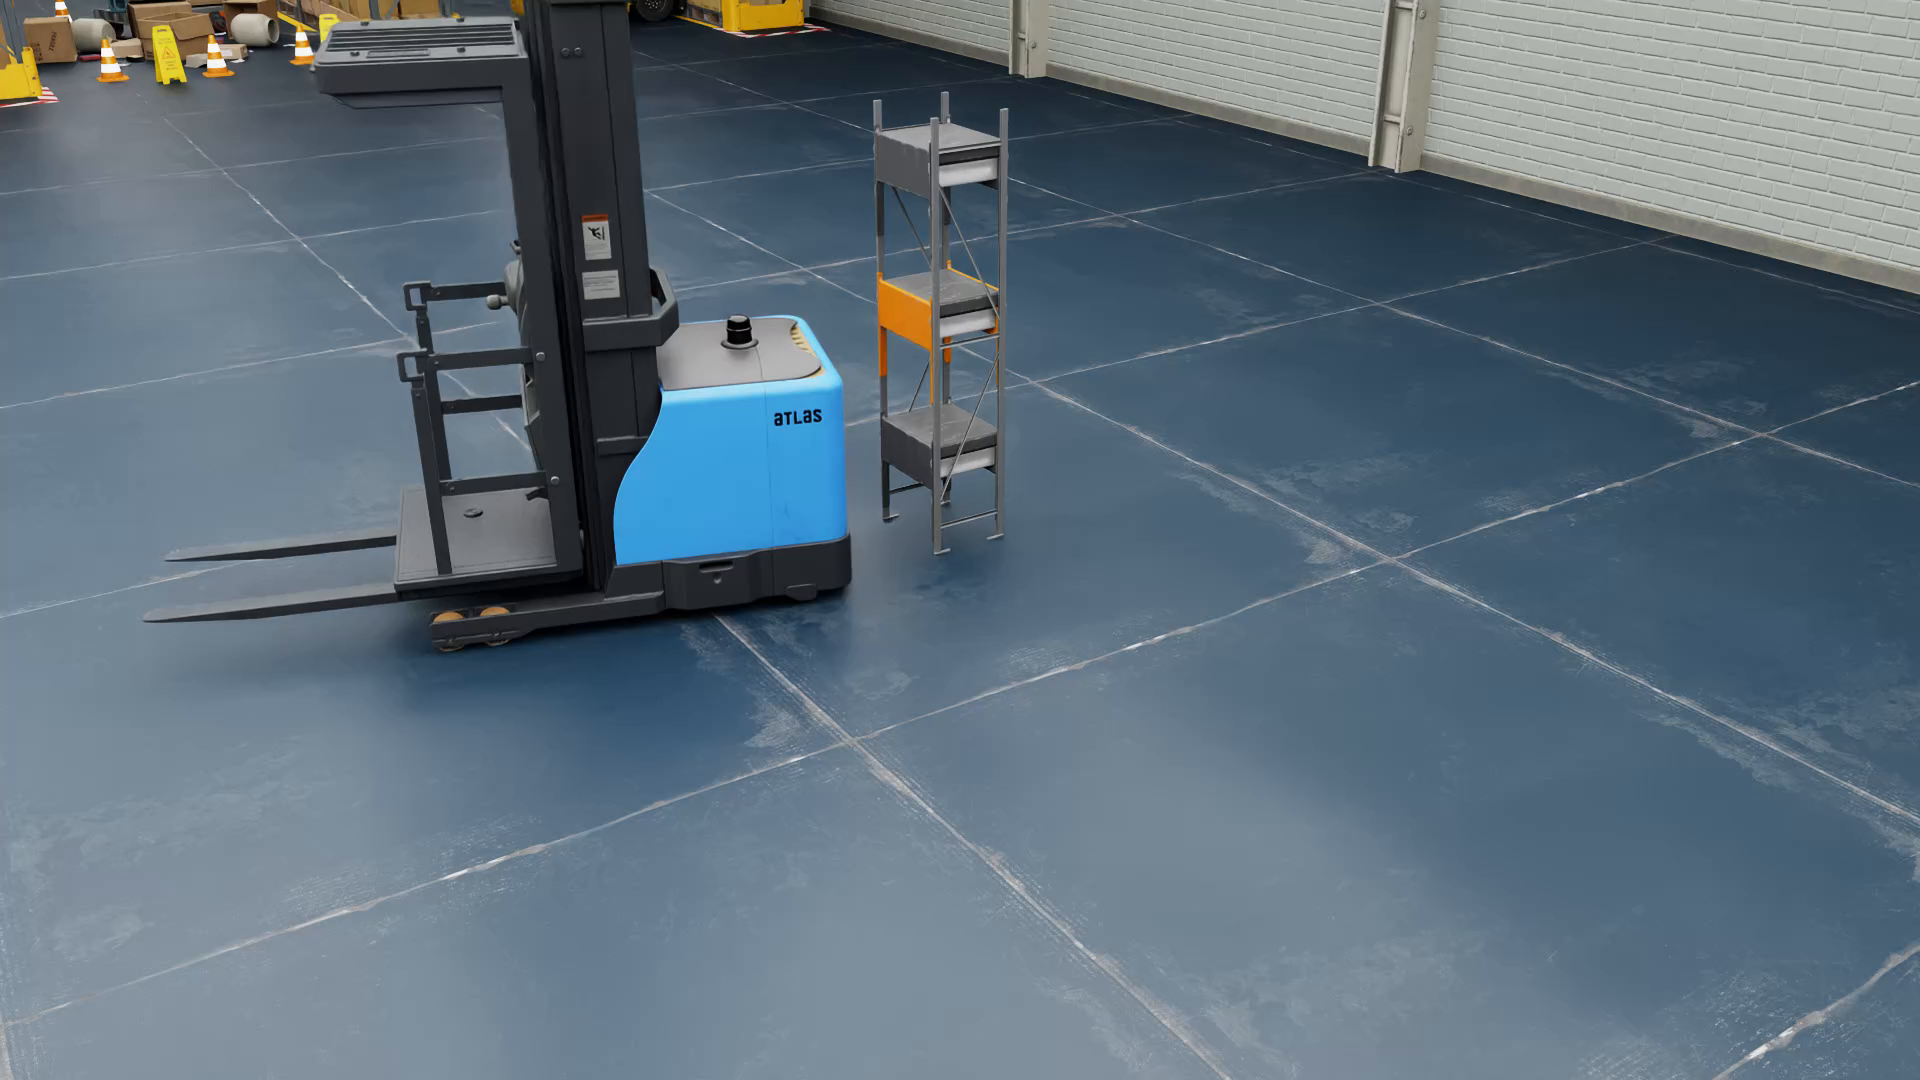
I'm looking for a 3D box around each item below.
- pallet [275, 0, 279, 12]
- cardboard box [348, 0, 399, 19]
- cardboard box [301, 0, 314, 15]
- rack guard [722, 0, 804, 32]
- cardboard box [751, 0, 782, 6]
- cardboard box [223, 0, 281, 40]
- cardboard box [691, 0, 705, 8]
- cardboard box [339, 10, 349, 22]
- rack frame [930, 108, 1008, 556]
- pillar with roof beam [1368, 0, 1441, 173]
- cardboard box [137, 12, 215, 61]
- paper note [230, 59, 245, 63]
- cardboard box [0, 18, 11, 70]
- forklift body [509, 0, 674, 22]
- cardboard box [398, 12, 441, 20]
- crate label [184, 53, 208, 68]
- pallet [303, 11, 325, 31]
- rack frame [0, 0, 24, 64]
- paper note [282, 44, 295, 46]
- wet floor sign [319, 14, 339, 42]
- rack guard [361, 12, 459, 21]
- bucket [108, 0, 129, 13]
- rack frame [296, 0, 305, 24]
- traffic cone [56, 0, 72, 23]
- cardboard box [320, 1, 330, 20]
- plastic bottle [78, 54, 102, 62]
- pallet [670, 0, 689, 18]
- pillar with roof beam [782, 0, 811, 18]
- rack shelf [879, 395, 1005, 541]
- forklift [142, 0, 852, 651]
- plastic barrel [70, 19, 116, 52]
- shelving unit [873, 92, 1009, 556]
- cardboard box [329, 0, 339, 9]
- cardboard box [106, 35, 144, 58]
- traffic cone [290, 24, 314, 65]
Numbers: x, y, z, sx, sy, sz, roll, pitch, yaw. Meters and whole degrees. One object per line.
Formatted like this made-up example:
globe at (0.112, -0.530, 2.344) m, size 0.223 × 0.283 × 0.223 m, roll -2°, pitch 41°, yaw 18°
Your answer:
pallet at (-10.256, -8.441, 25.883) m, size 1.003 × 0.211 × 1.213 m, roll -16°, pitch 29°, yaw -30°
cardboard box at (-7.632, -7.068, 21.558) m, size 0.500 × 0.500 × 0.500 m, roll -15°, pitch 29°, yaw -29°
cardboard box at (-9.064, -7.659, 23.690) m, size 0.500 × 0.250 × 0.500 m, roll -17°, pitch 30°, yaw -32°
rack guard at (-2.807, -7.575, 23.711) m, size 1.175 × 0.500 × 0.348 m, roll -16°, pitch 29°, yaw -30°
cardboard box at (-2.924, -7.882, 24.162) m, size 0.500 × 0.250 × 0.500 m, roll -15°, pitch 29°, yaw -29°
cardboard box at (-9.715, -7.157, 22.823) m, size 0.500 × 0.500 × 0.500 m, roll 3°, pitch 25°, yaw 6°
cardboard box at (-3.604, -7.935, 24.275) m, size 0.500 × 0.250 × 0.500 m, roll -16°, pitch 29°, yaw -30°
cardboard box at (-7.919, -6.916, 22.116) m, size 0.500 × 0.250 × 0.500 m, roll -15°, pitch 29°, yaw -29°
rack frame at (0.043, -0.921, 7.742) m, size 0.400 × 2.100 × 0.015 m, roll -16°, pitch 29°, yaw -30°
pillar with roof beam at (0.499, -6.591, 11.670) m, size 9.100 × 9.000 × 0.400 m, roll -16°, pitch 29°, yaw -30°
cardboard box at (-10.057, -6.466, 21.357) m, size 0.637 × 0.503 × 0.797 m, roll 7°, pitch 26°, yaw 15°
paper note at (-9.160, -6.088, 21.110) m, size 0.142 × 0.019 × 0.148 m, roll 18°, pitch 31°, yaw 33°
cardboard box at (-11.494, -5.823, 19.068) m, size 0.875 × 0.875 × 0.875 m, roll -15°, pitch 29°, yaw -29°
forklift body at (-5.383, -8.584, 23.913) m, size 2.313 × 2.155 × 1.214 m, roll -16°, pitch 29°, yaw -30°
cardboard box at (-7.185, -6.856, 21.988) m, size 0.500 × 0.250 × 0.500 m, roll -16°, pitch 30°, yaw -30°
crate label at (-9.518, -6.001, 20.802) m, size 0.298 × 0.136 × 0.250 m, roll 12°, pitch 28°, yaw 24°
pallet at (-8.764, -7.494, 23.877) m, size 1.003 × 0.211 × 1.213 m, roll -16°, pitch 29°, yaw -30°
rack frame at (-11.069, -6.367, 18.222) m, size 1.000 × 3.000 × 0.127 m, roll -16°, pitch 29°, yaw -30°
paper note at (-8.970, -6.633, 22.264) m, size 0.148 × 0.019 × 0.142 m, roll 18°, pitch 31°, yaw 33°
wet floor sign at (-7.769, -6.174, 20.573) m, size 0.267 × 0.644 × 0.232 m, roll -6°, pitch 26°, yaw -12°
rack guard at (-7.018, -6.453, 21.334) m, size 1.175 × 0.500 × 0.348 m, roll -16°, pitch 29°, yaw -30°
bucket at (-11.246, -7.493, 22.663) m, size 0.726 × 0.611 × 0.620 m, roll -6°, pitch 16°, yaw -12°
rack frame at (-9.160, -8.987, 23.773) m, size 1.000 × 3.000 × 0.127 m, roll -16°, pitch 29°, yaw -30°
traffic cone at (-12.719, -7.482, 23.556) m, size 0.336 × 0.463 × 0.334 m, roll -16°, pitch 29°, yaw -30°
cardboard box at (-8.472, -7.282, 22.891) m, size 0.500 × 0.250 × 0.500 m, roll -16°, pitch 30°, yaw -30°
plastic bottle at (-11.077, -6.156, 21.219) m, size 0.133 × 0.061 × 0.283 m, roll 18°, pitch 31°, yaw 33°
pallet at (-3.934, -8.153, 25.273) m, size 1.003 × 0.211 × 1.213 m, roll -16°, pitch 29°, yaw -30°
pillar with roof beam at (-6.052, -10.883, 20.762) m, size 9.100 × 9.000 × 0.400 m, roll -16°, pitch 29°, yaw -30°
rack shelf at (-0.090, -0.363, 8.232) m, size 0.431 × 0.518 × 0.480 m, roll -16°, pitch 29°, yaw -30°
forklift at (-2.077, -1.092, 7.131) m, size 3.031 × 2.935 × 1.130 m, roll -7°, pitch 26°, yaw -14°
plastic barrel at (-11.348, -6.584, 21.701) m, size 0.512 × 0.421 × 0.421 m, roll 3°, pitch 25°, yaw 6°
shelving unit at (-0.090, -1.009, 7.927) m, size 0.431 × 2.100 × 0.503 m, roll -16°, pitch 29°, yaw -30°
cardboard box at (-8.190, -7.436, 22.338) m, size 0.500 × 0.500 × 0.500 m, roll -16°, pitch 30°, yaw -31°
cardboard box at (-10.771, -6.375, 21.444) m, size 0.396 × 0.266 × 0.258 m, roll -10°, pitch 27°, yaw -21°
traffic cone at (-8.292, -6.262, 20.973) m, size 0.336 × 0.463 × 0.334 m, roll -16°, pitch 29°, yaw -30°
